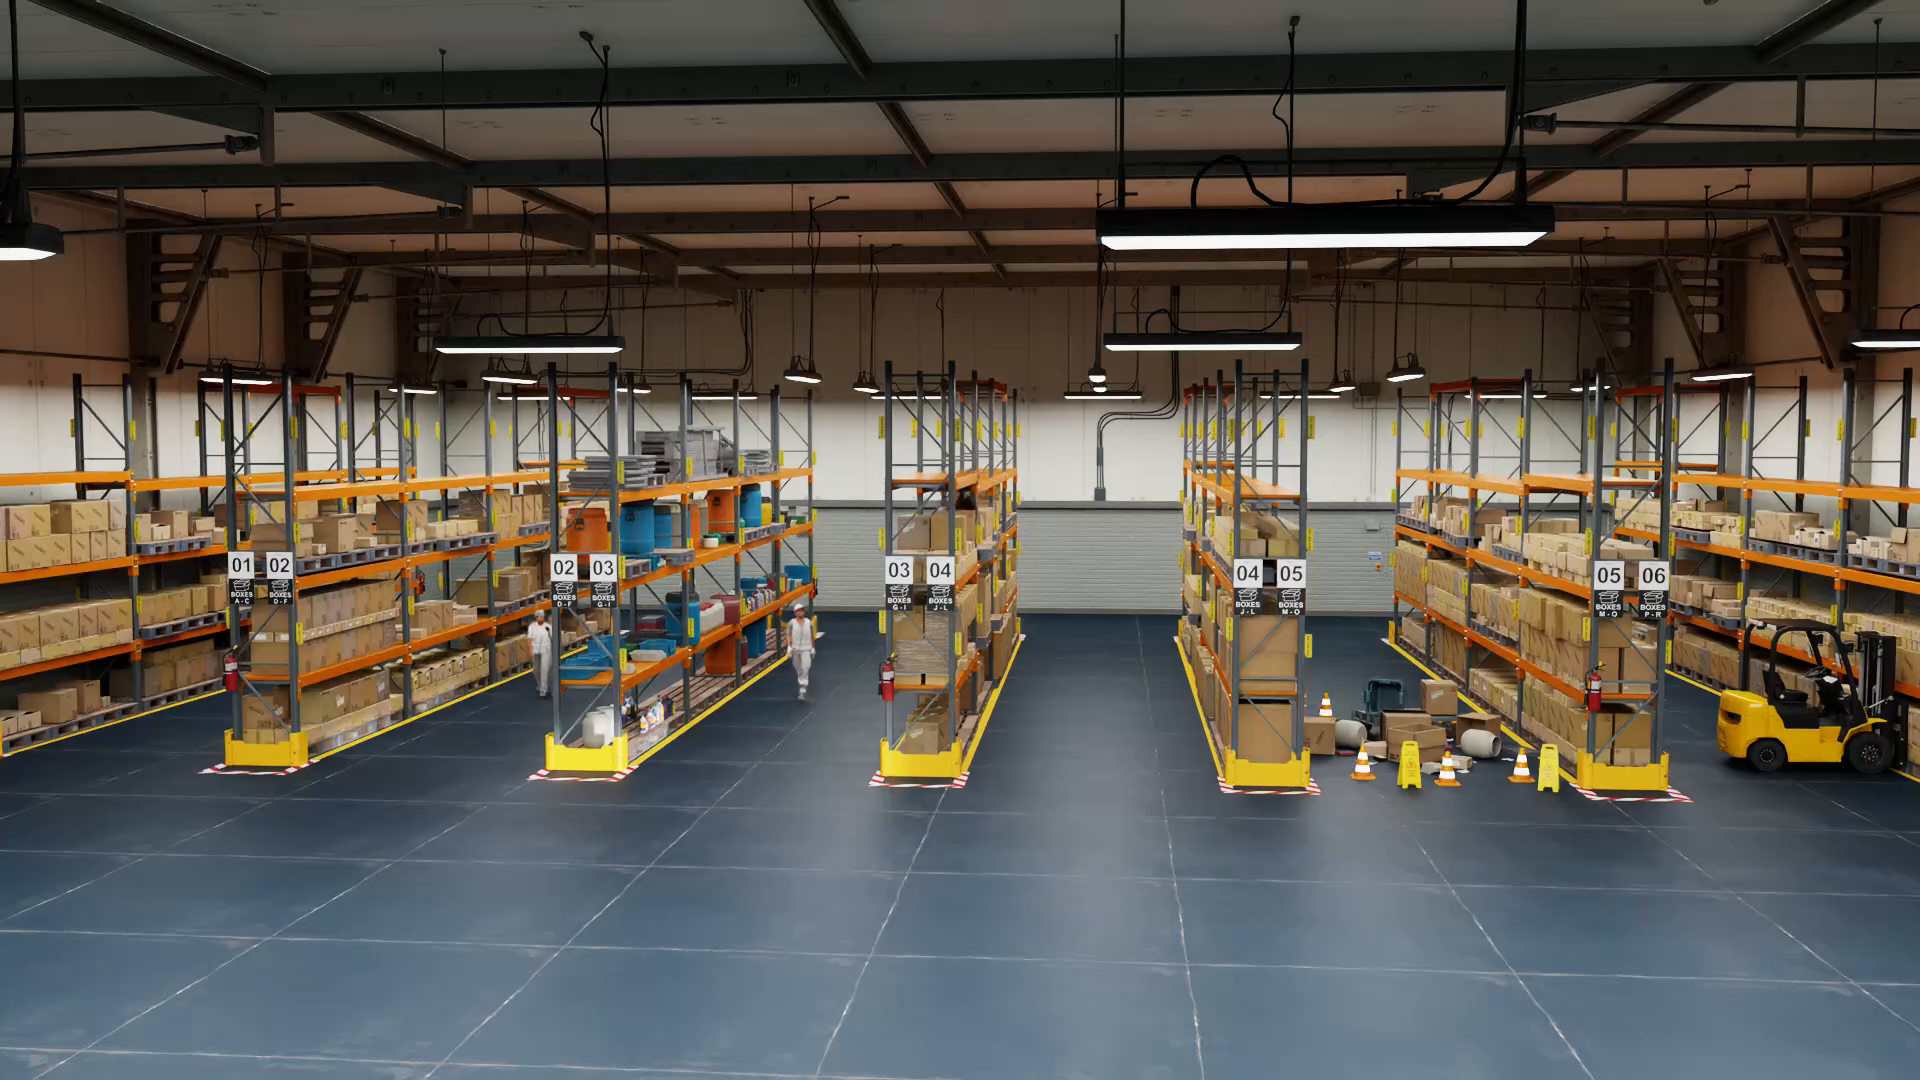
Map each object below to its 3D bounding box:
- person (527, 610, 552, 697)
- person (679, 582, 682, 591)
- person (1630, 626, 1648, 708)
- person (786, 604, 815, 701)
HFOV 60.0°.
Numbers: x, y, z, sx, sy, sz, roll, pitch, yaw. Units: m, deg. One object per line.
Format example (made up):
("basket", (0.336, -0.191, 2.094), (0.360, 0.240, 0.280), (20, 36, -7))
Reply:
("person", (-7.930, 2.128, 31.466), (0.474, 1.622, 0.978), (0, 4, -2))
("person", (-6.031, 1.782, 36.272), (0.733, 1.809, 0.878), (1, 4, 11))
("person", (11.453, 2.311, 28.242), (0.369, 1.703, 0.560), (3, 5, 41))
("person", (-3.010, 2.063, 30.933), (0.487, 1.732, 0.975), (1, 4, 10))
